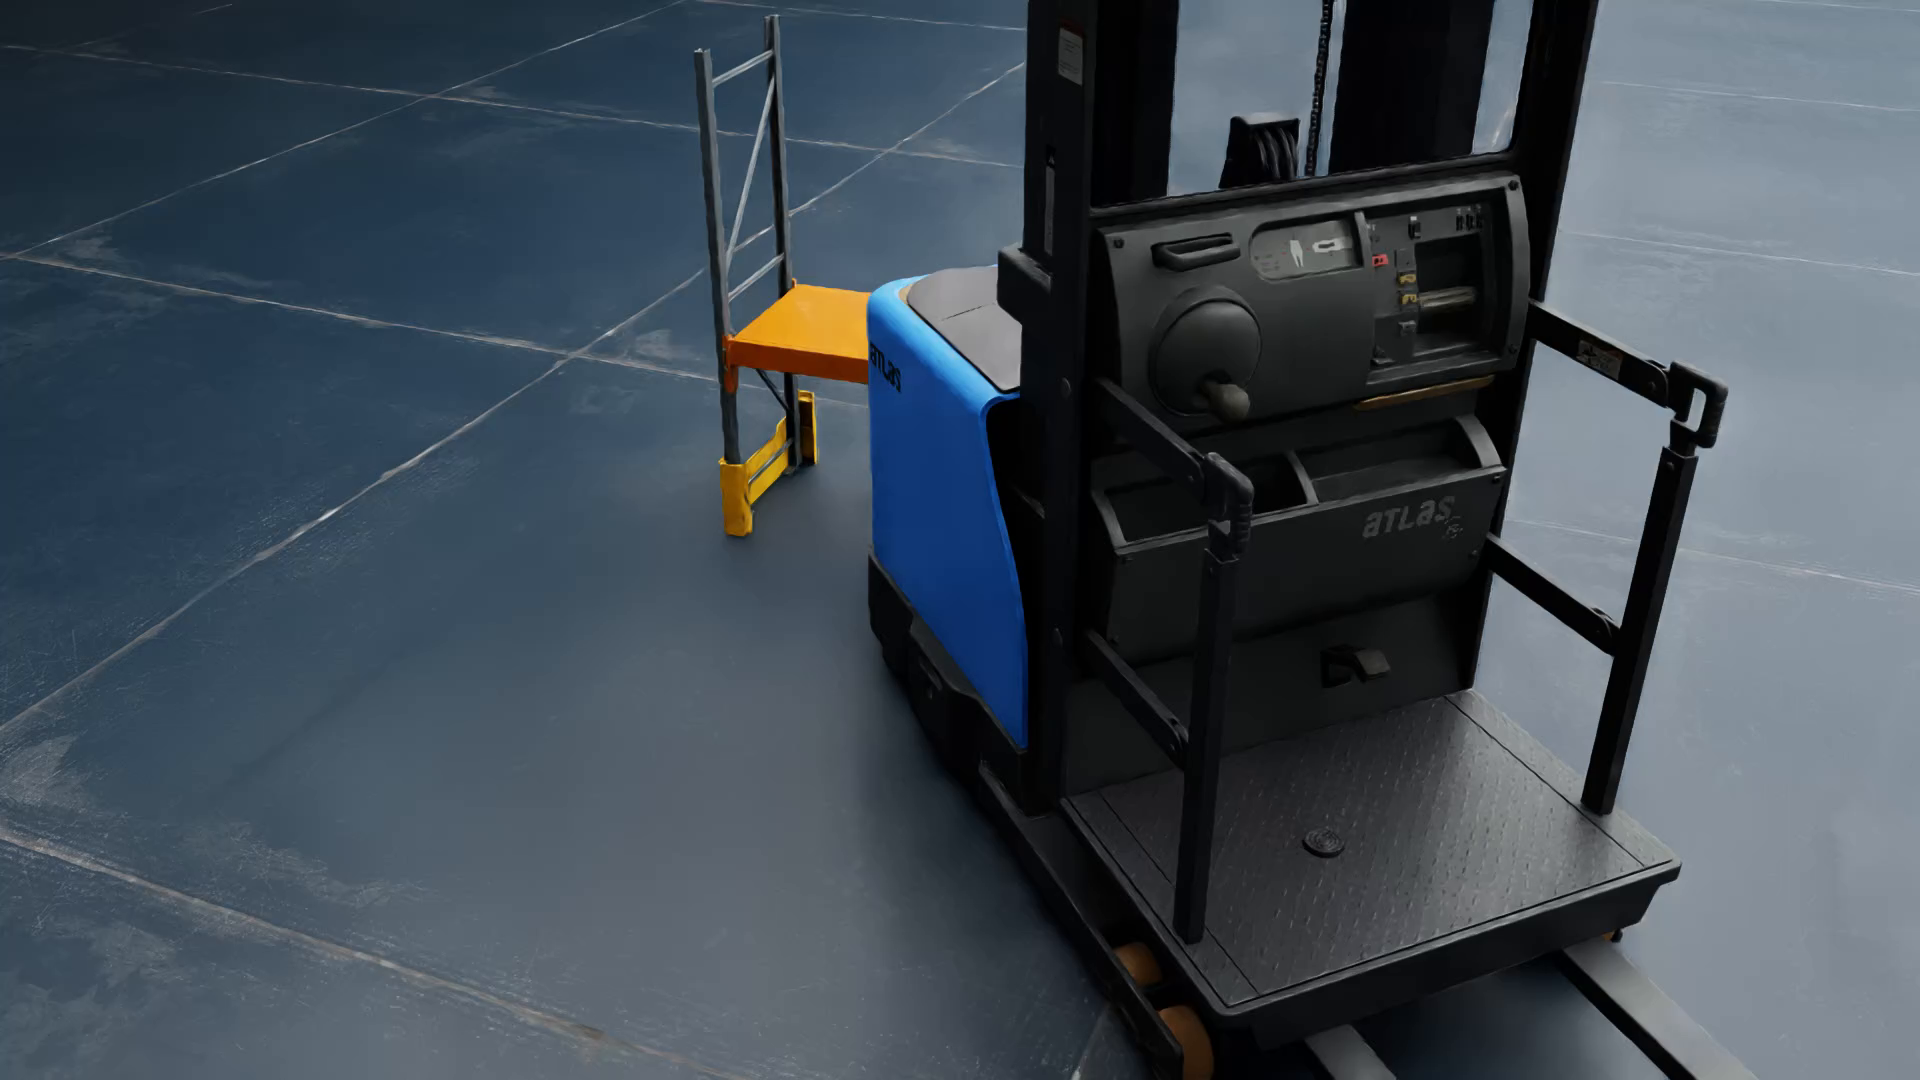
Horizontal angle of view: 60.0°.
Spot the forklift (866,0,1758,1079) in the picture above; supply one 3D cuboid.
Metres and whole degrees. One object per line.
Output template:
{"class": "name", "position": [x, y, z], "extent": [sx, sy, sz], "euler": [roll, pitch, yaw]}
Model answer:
{"class": "forklift", "position": [0.786, -0.422, 3.018], "extent": [1.130, 2.935, 3.031], "euler": [-12, 32, -20]}

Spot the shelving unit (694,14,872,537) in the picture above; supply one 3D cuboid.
{"class": "shelving unit", "position": [-0.150, -0.724, 5.007], "extent": [1.083, 1.500, 0.587], "euler": [10, 31, 17]}

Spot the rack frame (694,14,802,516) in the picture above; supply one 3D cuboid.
{"class": "rack frame", "position": [-0.639, -0.807, 5.154], "extent": [0.032, 1.500, 0.500], "euler": [10, 31, 17]}

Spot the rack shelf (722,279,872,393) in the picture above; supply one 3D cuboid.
{"class": "rack shelf", "position": [-0.158, -0.569, 5.098], "extent": [1.000, 0.185, 0.538], "euler": [10, 31, 17]}

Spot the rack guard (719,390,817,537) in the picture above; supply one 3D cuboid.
{"class": "rack guard", "position": [-0.621, -0.260, 5.456], "extent": [0.087, 0.250, 0.587], "euler": [10, 31, 17]}
